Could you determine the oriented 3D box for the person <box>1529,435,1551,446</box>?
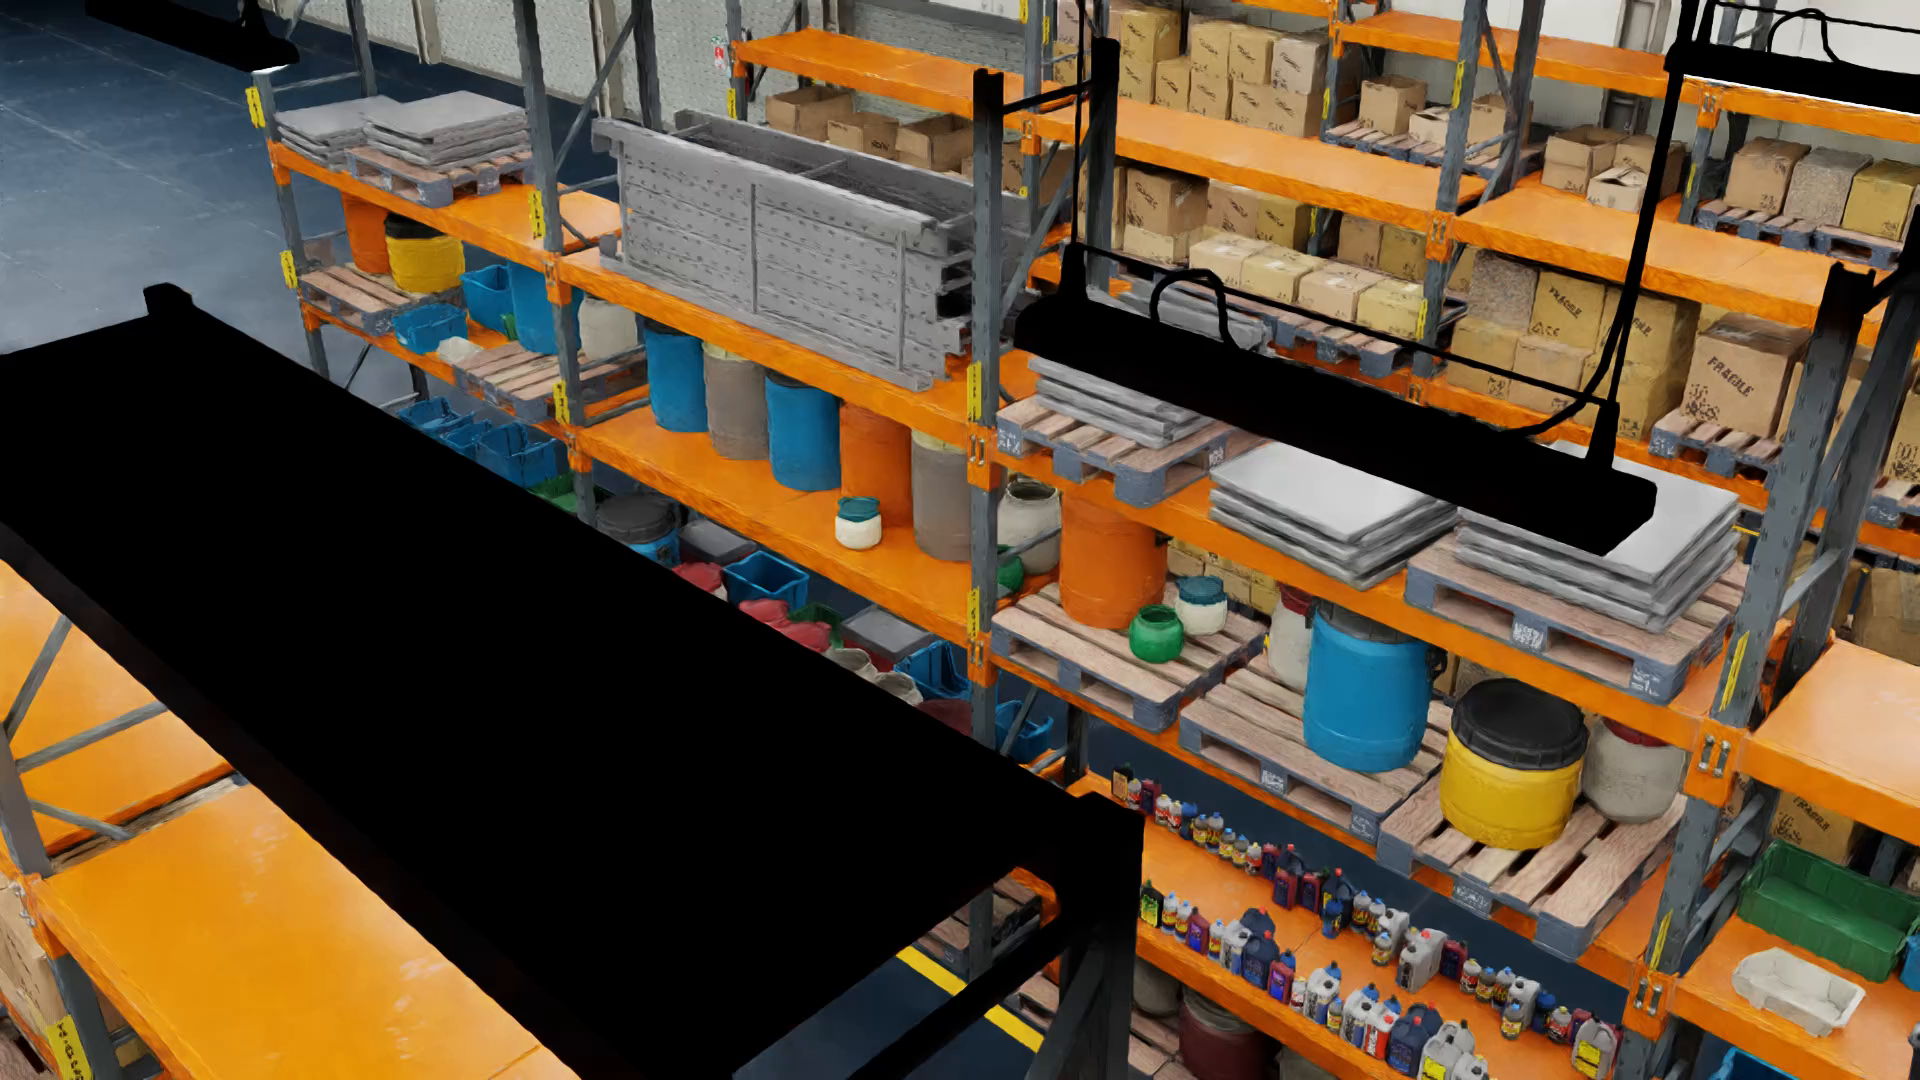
[{"bbox_3d":[5.158,-0.324,15.081,0.532,1.677,0.409,6,30,11],"label":"person"}]
